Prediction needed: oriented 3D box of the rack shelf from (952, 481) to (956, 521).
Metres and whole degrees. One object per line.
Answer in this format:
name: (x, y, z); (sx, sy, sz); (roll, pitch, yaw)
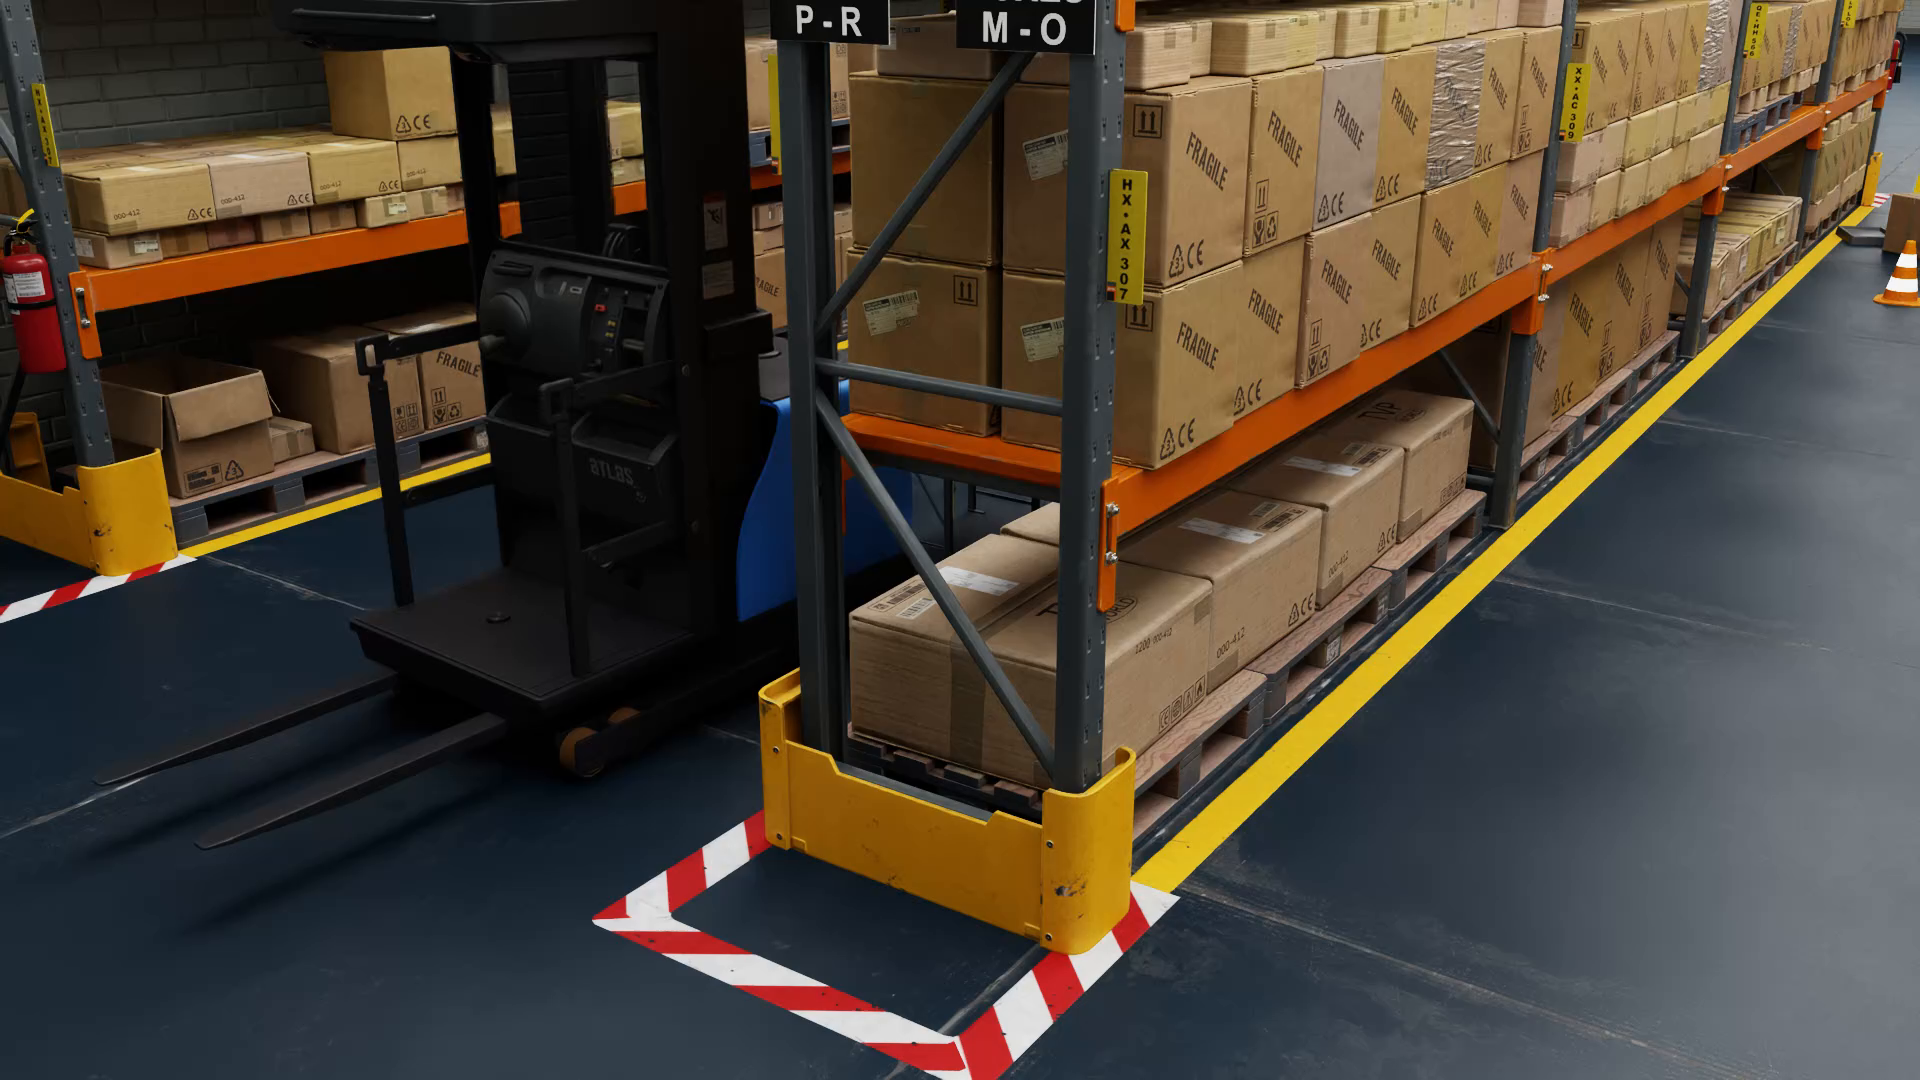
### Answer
rack shelf: (0.004, -0.400, 7.623); (0.431, 0.370, 0.720); (13, 24, 32)

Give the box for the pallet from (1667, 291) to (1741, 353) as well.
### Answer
pallet: (4.892, -1.622, 11.845); (1.003, 0.211, 1.213); (13, 24, 32)

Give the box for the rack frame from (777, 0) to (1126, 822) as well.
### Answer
rack frame: (-0.046, -0.410, 4.551); (1.000, 3.000, 0.127); (13, 24, 32)

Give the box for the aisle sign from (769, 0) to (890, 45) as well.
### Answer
aisle sign: (-0.342, -1.669, 4.207); (0.394, 0.787, 0.004); (13, 24, 32)

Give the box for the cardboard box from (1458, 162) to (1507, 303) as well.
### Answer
cardboard box: (1.869, -1.273, 6.740); (0.500, 0.500, 0.500); (13, 24, 31)

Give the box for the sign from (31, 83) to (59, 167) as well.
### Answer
sign: (-3.704, -1.678, 6.729); (0.100, 0.325, 0.005); (13, 24, 32)

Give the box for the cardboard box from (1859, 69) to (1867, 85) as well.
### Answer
cardboard box: (8.254, -4.354, 15.573); (0.380, 0.149, 0.250); (13, 24, 31)

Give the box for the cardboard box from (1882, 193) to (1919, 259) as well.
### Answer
cardboard box: (8.428, -2.724, 14.406); (0.500, 0.500, 0.500); (-6, 21, -15)

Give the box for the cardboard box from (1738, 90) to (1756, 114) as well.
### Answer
cardboard box: (5.167, -2.986, 11.271); (0.380, 0.149, 0.250); (12, 23, 28)

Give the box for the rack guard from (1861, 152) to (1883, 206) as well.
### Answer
rack guard: (8.906, -3.807, 17.336); (1.175, 0.500, 0.348); (13, 24, 32)

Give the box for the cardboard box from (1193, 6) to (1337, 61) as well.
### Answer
cardboard box: (0.949, -1.584, 5.204); (0.380, 0.149, 0.250); (14, 24, 32)

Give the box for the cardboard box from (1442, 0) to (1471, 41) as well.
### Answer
cardboard box: (1.668, -1.949, 6.189); (0.380, 0.149, 0.250); (13, 24, 31)

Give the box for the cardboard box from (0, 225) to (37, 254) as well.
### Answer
cardboard box: (-4.189, -1.407, 7.607); (0.380, 0.149, 0.250); (13, 24, 31)

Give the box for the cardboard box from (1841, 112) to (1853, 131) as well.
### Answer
cardboard box: (7.811, -3.783, 15.011); (0.380, 0.149, 0.250); (15, 25, 35)

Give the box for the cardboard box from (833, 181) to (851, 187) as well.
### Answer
cardboard box: (-0.788, -2.610, 12.561); (0.380, 0.149, 0.250); (13, 24, 31)

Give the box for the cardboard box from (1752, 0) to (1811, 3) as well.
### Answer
cardboard box: (6.116, -4.081, 12.361); (0.380, 0.149, 0.250); (12, 24, 30)

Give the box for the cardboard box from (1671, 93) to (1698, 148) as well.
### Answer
cardboard box: (3.833, -2.383, 9.378); (0.500, 0.250, 0.500); (13, 24, 30)

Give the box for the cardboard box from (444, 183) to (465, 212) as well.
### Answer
cardboard box: (-2.757, -1.827, 8.743); (0.380, 0.149, 0.250); (13, 24, 32)

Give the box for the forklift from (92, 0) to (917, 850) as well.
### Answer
forklift: (-1.481, -0.768, 5.617); (1.130, 2.935, 3.031); (15, 25, 35)

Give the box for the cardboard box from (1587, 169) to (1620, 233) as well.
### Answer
cardboard box: (2.958, -1.711, 8.284); (0.500, 0.250, 0.500); (13, 24, 31)

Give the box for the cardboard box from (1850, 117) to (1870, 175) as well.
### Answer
cardboard box: (8.423, -3.829, 16.070); (0.500, 0.500, 0.500); (14, 25, 34)

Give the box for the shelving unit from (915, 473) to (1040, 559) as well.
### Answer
shelving unit: (0.004, -0.705, 7.510); (0.431, 1.500, 0.755); (13, 24, 32)

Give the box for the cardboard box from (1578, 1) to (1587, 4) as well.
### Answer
cardboard box: (3.111, -2.694, 9.139); (0.500, 0.500, 0.500); (14, 24, 33)

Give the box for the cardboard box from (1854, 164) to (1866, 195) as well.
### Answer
cardboard box: (8.703, -3.617, 16.578); (0.500, 0.250, 0.500); (13, 24, 32)

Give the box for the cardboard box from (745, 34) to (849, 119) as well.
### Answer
cardboard box: (-1.156, -3.013, 10.836); (0.700, 0.500, 0.500); (14, 24, 32)

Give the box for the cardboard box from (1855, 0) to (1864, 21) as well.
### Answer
cardboard box: (7.127, -4.593, 13.843); (0.700, 0.500, 0.500); (13, 24, 31)

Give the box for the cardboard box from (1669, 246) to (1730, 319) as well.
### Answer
cardboard box: (4.777, -1.830, 11.572); (0.950, 0.372, 0.625); (11, 23, 28)

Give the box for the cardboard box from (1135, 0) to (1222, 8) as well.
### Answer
cardboard box: (0.662, -1.749, 5.650); (0.380, 0.149, 0.250); (14, 24, 33)

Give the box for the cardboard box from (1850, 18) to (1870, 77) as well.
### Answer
cardboard box: (7.734, -4.402, 14.769); (0.500, 0.500, 0.500); (13, 24, 31)

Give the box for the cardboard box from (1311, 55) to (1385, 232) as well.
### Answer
cardboard box: (1.027, -1.307, 5.390); (0.500, 0.500, 0.500); (13, 24, 31)

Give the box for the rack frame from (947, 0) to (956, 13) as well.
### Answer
rack frame: (0.344, -3.673, 13.370); (1.000, 3.000, 0.127); (13, 24, 32)

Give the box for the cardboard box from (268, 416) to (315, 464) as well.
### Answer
cardboard box: (-3.460, -0.509, 8.320); (0.380, 0.149, 0.250); (12, 24, 30)

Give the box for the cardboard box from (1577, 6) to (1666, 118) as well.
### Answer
cardboard box: (3.235, -2.439, 8.449); (0.500, 0.500, 0.500); (13, 24, 31)

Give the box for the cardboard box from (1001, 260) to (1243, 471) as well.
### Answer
cardboard box: (0.462, -0.539, 4.754); (0.500, 0.500, 0.500); (13, 24, 31)

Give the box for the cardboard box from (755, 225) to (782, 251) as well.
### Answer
cardboard box: (-1.391, -1.999, 10.909); (0.380, 0.149, 0.250); (13, 24, 30)

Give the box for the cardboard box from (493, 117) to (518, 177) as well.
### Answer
cardboard box: (-2.550, -2.113, 8.942); (0.500, 0.250, 0.500); (13, 24, 31)

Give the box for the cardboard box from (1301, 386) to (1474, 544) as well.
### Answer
cardboard box: (1.761, -0.394, 7.595); (0.875, 0.438, 0.875); (13, 24, 31)

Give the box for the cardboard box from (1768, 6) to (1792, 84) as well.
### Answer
cardboard box: (5.476, -3.478, 11.665); (0.500, 0.500, 0.500); (14, 24, 33)

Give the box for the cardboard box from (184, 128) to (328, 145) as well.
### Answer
cardboard box: (-3.541, -1.919, 8.417); (0.500, 0.250, 0.500); (14, 25, 33)

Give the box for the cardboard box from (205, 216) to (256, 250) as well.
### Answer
cardboard box: (-3.518, -1.465, 7.763); (0.380, 0.149, 0.250); (13, 24, 31)

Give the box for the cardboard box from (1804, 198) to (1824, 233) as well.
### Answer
cardboard box: (7.255, -2.877, 14.578); (0.500, 0.250, 0.500); (12, 23, 29)

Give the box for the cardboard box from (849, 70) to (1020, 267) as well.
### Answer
cardboard box: (0.028, -1.111, 4.859); (0.500, 0.500, 0.500); (14, 25, 34)

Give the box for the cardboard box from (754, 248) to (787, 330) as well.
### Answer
cardboard box: (-1.446, -1.645, 10.885); (0.500, 0.500, 0.500); (15, 25, 34)

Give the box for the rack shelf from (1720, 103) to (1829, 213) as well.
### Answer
rack shelf: (5.576, -2.942, 12.432); (1.077, 0.370, 4.000); (13, 24, 32)

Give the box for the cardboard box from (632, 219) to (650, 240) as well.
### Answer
cardboard box: (-1.936, -2.016, 10.953); (0.380, 0.149, 0.250); (12, 24, 30)

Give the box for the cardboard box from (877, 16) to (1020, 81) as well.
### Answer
cardboard box: (-0.010, -1.373, 4.631); (0.380, 0.149, 0.250); (14, 24, 33)

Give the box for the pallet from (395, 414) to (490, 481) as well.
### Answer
pallet: (-2.976, -0.669, 9.269); (1.003, 0.211, 1.213); (13, 24, 32)

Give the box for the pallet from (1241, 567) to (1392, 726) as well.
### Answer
pallet: (1.026, 0.304, 6.638); (1.003, 0.211, 1.213); (13, 24, 32)

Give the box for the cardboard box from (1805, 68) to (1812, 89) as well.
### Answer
cardboard box: (6.361, -3.578, 12.871); (0.380, 0.149, 0.250); (13, 24, 31)

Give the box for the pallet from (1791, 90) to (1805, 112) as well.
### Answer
pallet: (6.150, -3.573, 13.376); (1.003, 0.211, 1.213); (13, 24, 32)

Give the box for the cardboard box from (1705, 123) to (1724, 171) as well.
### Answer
cardboard box: (4.382, -2.440, 10.253); (0.500, 0.250, 0.500); (12, 24, 30)
